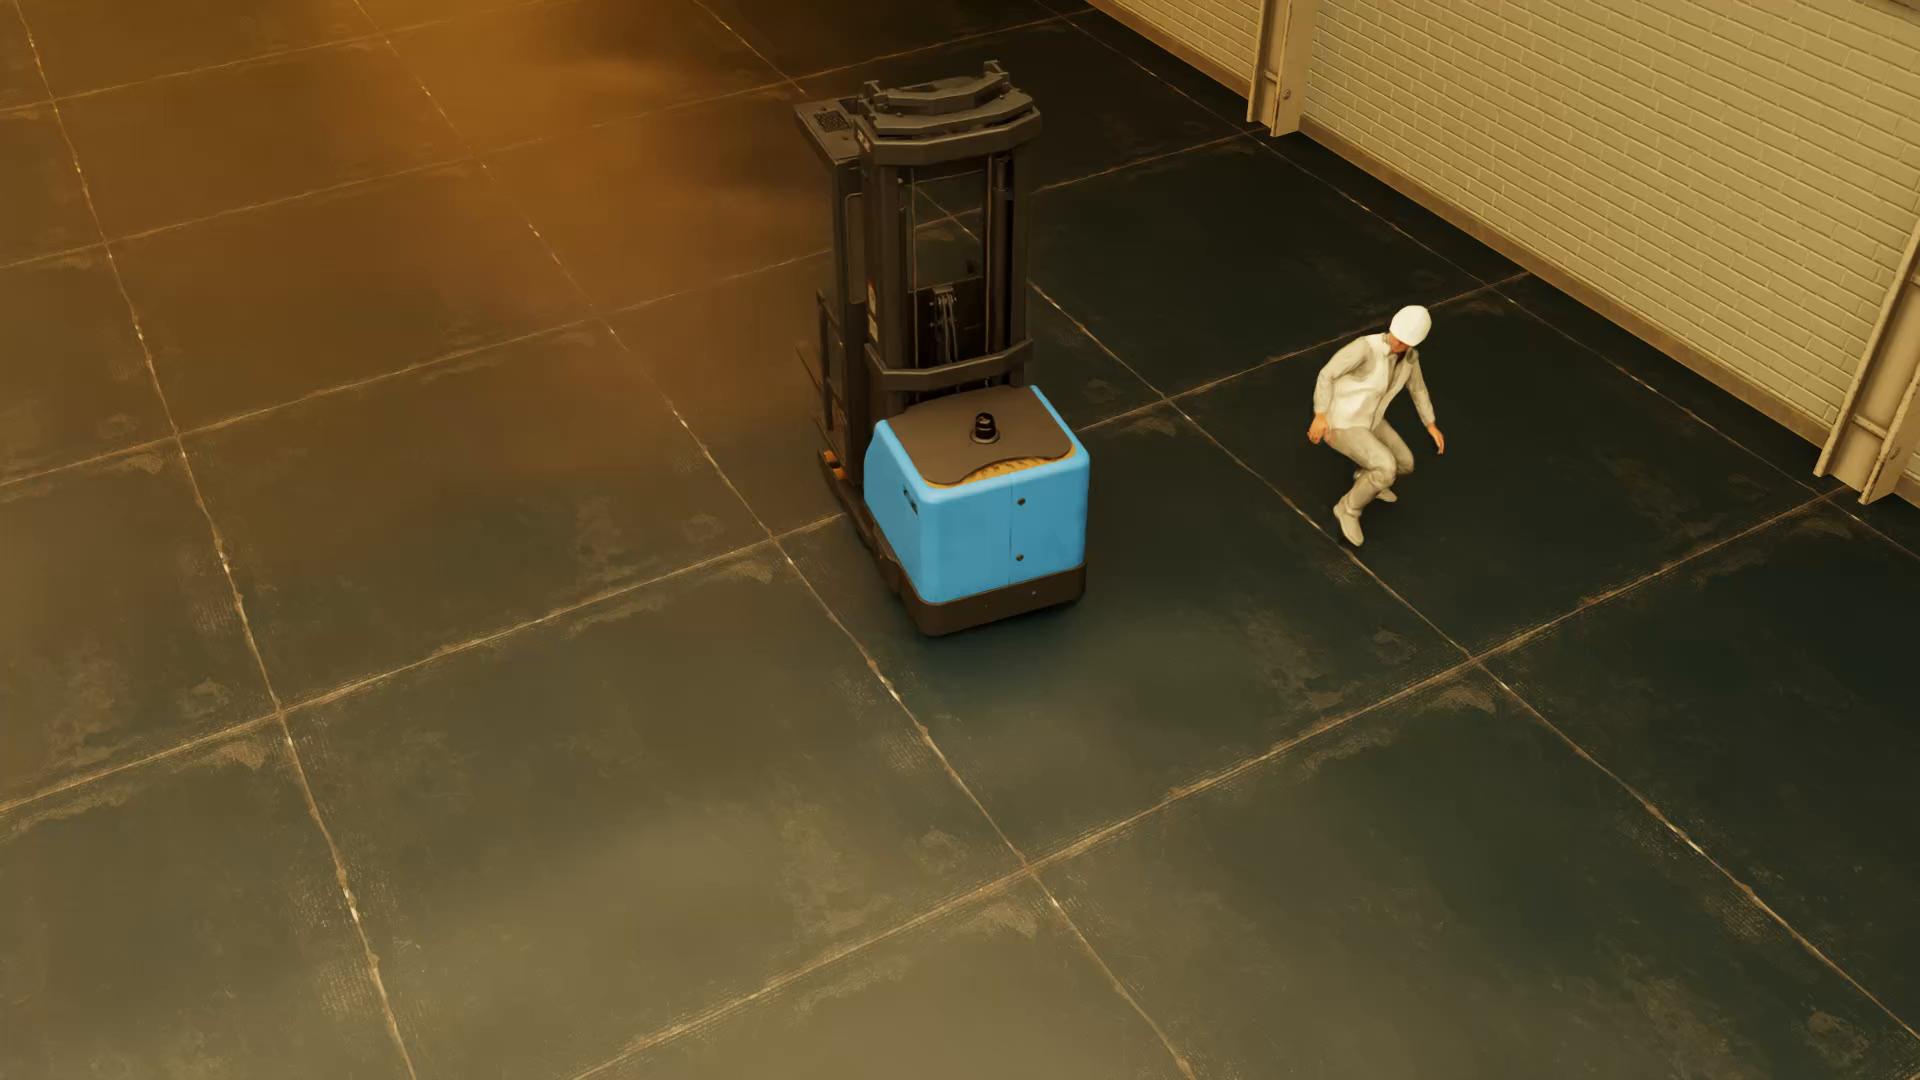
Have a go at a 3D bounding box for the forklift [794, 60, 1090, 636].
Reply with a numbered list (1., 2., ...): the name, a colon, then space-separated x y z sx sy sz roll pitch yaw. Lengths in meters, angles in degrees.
1. forklift: -0.277 -1.522 9.872 1.130 2.935 3.031 -14 42 -17

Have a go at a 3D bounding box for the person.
1. person: 2.509 -0.720 10.041 0.781 1.541 0.678 -30 48 -31
